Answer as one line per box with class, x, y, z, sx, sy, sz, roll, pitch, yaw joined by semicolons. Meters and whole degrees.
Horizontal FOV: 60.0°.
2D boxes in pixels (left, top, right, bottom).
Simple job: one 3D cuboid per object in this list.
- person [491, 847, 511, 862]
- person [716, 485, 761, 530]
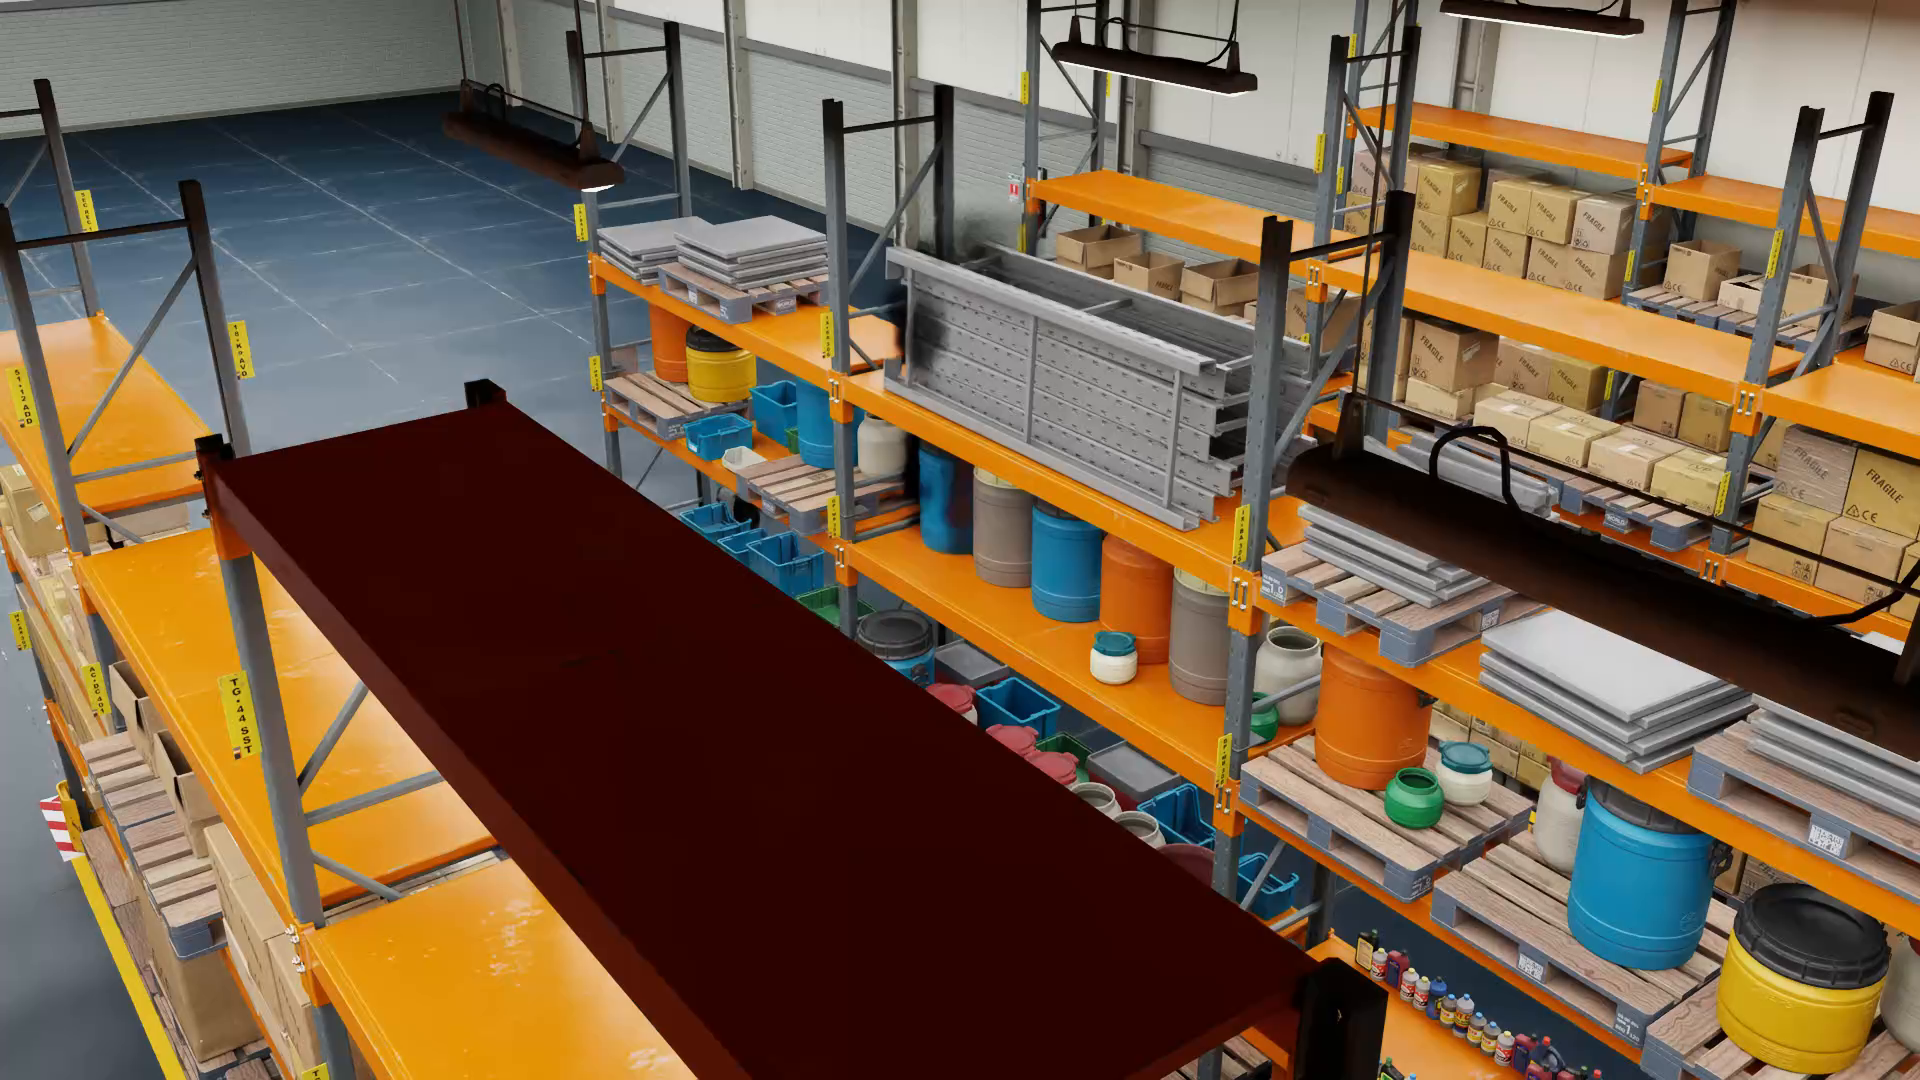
person;-3.385;2.346;12.015;0.581;1.617;0.592;-20;32;-37
person;-2.279;-0.128;17.305;0.639;1.671;0.689;14;28;27
